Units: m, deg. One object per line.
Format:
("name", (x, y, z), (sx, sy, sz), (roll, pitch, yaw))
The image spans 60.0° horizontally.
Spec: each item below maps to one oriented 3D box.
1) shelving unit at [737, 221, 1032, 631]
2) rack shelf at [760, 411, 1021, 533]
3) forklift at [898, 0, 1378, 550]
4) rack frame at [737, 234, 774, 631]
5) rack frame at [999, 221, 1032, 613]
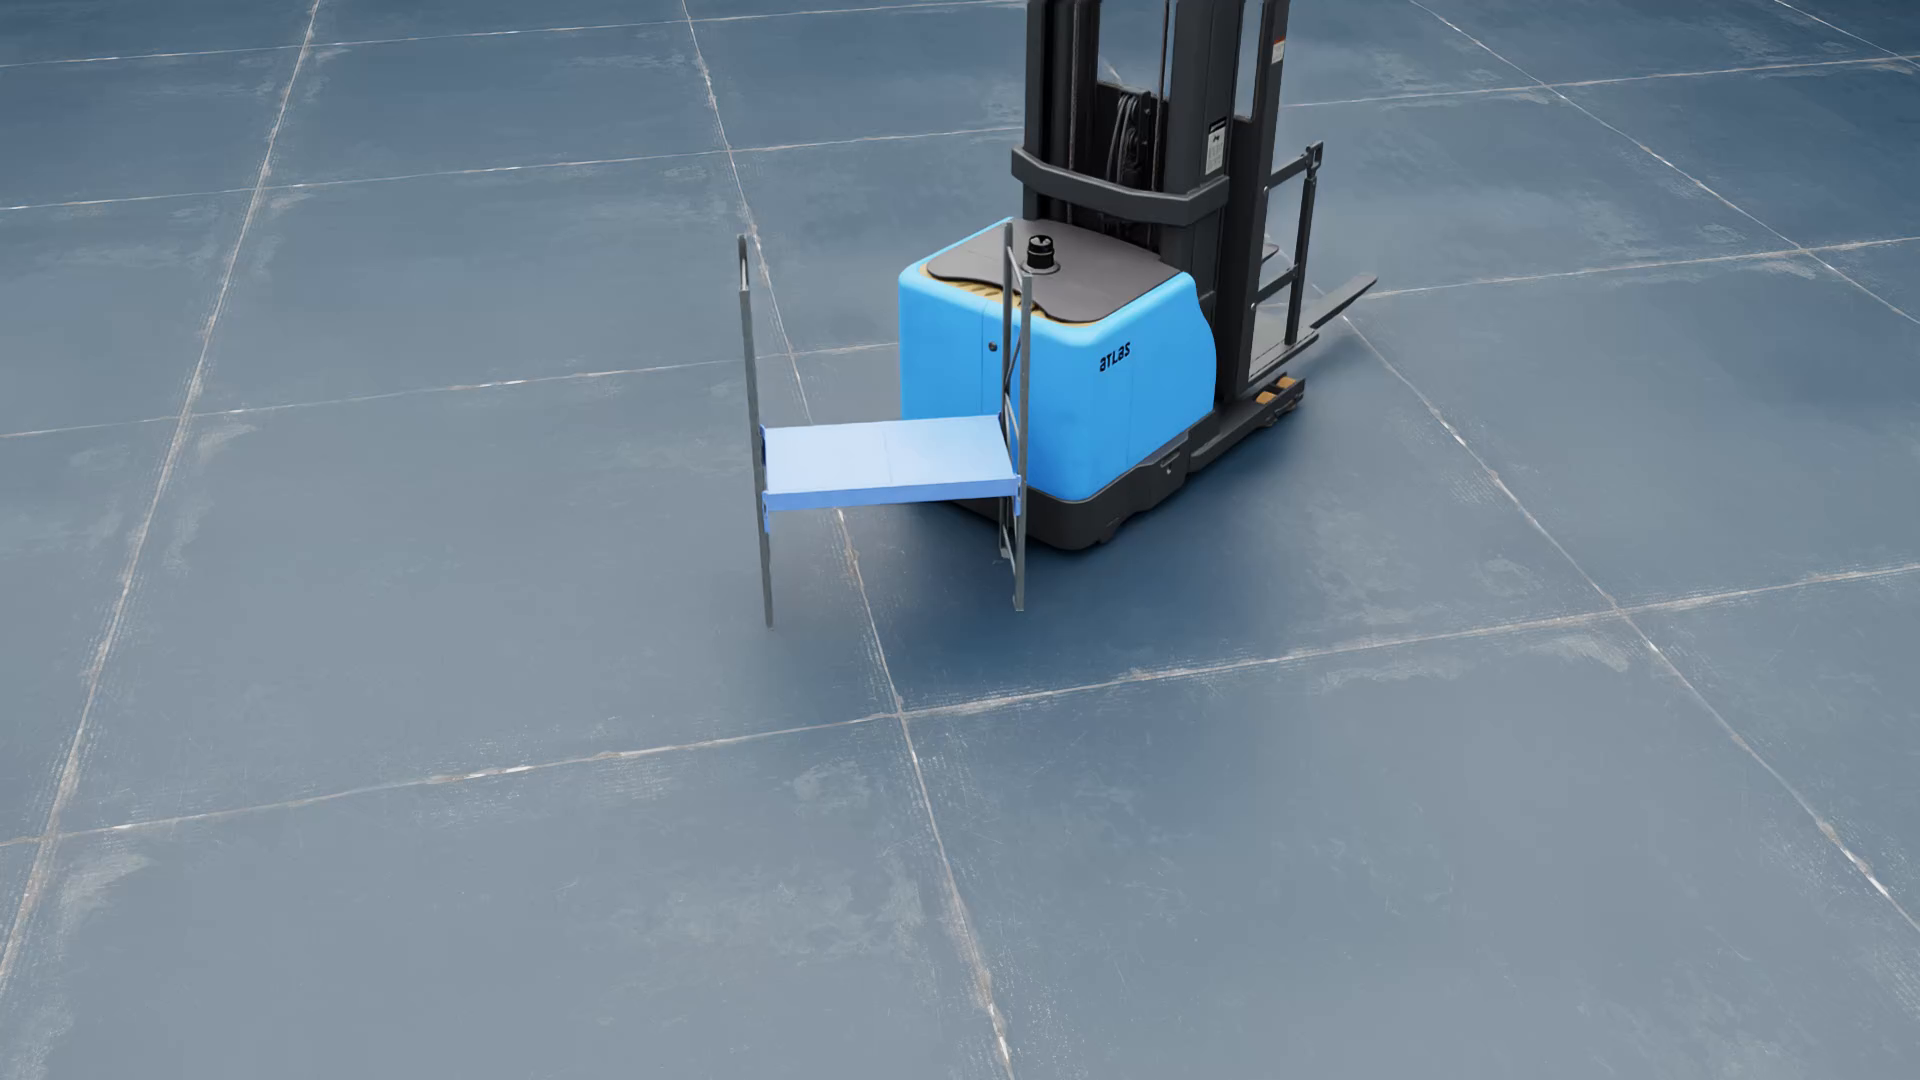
("shelving unit", (-0.290, -0.429, 6.543), (1.048, 1.500, 0.538), (-4, 34, -6))
("rack shelf", (-0.290, -0.280, 6.644), (1.000, 0.185, 0.538), (-4, 34, -6))
("forklift", (1.044, -1.927, 7.491), (1.130, 2.935, 3.031), (25, 41, 32))
("rack frame", (-0.795, -0.395, 6.492), (0.032, 1.500, 0.500), (-4, 34, -6))
("rack frame", (0.214, -0.464, 6.595), (0.032, 1.500, 0.500), (-4, 34, -6))
